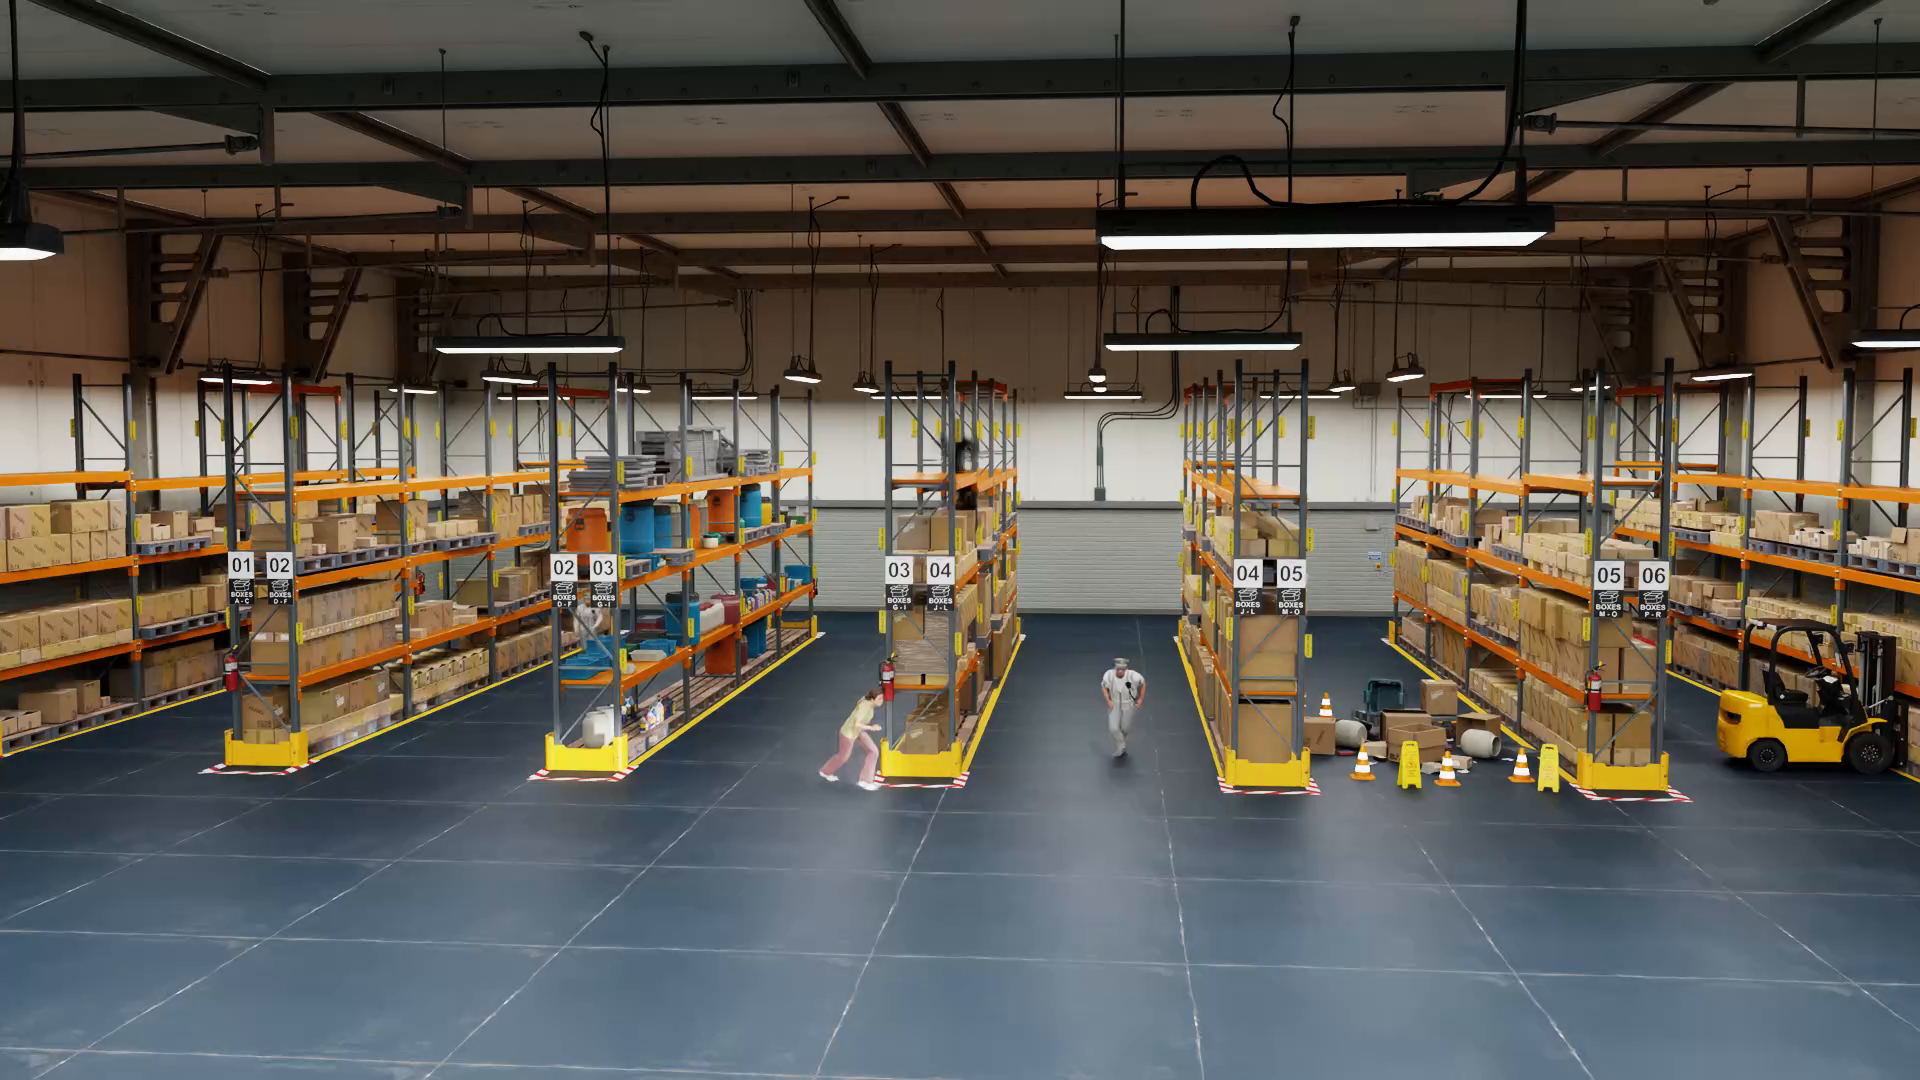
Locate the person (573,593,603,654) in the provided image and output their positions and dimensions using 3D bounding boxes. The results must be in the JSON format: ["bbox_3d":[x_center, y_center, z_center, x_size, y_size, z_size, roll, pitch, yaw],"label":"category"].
[{"bbox_3d":[-7.841,1.895,35.084,0.611,1.622,0.616,-1,4,-10],"label":"person"}]

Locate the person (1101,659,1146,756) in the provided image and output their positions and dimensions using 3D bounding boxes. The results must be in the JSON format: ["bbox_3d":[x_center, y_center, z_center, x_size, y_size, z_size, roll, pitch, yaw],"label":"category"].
[{"bbox_3d":[2.526,2.554,25.602,0.683,1.555,0.925,1,4,9],"label":"person"}]

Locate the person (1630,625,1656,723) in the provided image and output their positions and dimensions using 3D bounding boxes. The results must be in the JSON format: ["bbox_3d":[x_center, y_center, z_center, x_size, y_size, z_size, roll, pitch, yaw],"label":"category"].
[{"bbox_3d":[11.657,2.304,28.398,0.660,1.685,0.818,-1,4,-8],"label":"person"}]

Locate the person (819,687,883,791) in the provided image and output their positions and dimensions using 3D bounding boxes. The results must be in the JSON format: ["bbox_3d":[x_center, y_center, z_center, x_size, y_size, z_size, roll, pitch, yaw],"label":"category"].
[{"bbox_3d":[-1.546,2.760,23.241,1.071,1.475,0.564,2,4,25],"label":"person"}]
